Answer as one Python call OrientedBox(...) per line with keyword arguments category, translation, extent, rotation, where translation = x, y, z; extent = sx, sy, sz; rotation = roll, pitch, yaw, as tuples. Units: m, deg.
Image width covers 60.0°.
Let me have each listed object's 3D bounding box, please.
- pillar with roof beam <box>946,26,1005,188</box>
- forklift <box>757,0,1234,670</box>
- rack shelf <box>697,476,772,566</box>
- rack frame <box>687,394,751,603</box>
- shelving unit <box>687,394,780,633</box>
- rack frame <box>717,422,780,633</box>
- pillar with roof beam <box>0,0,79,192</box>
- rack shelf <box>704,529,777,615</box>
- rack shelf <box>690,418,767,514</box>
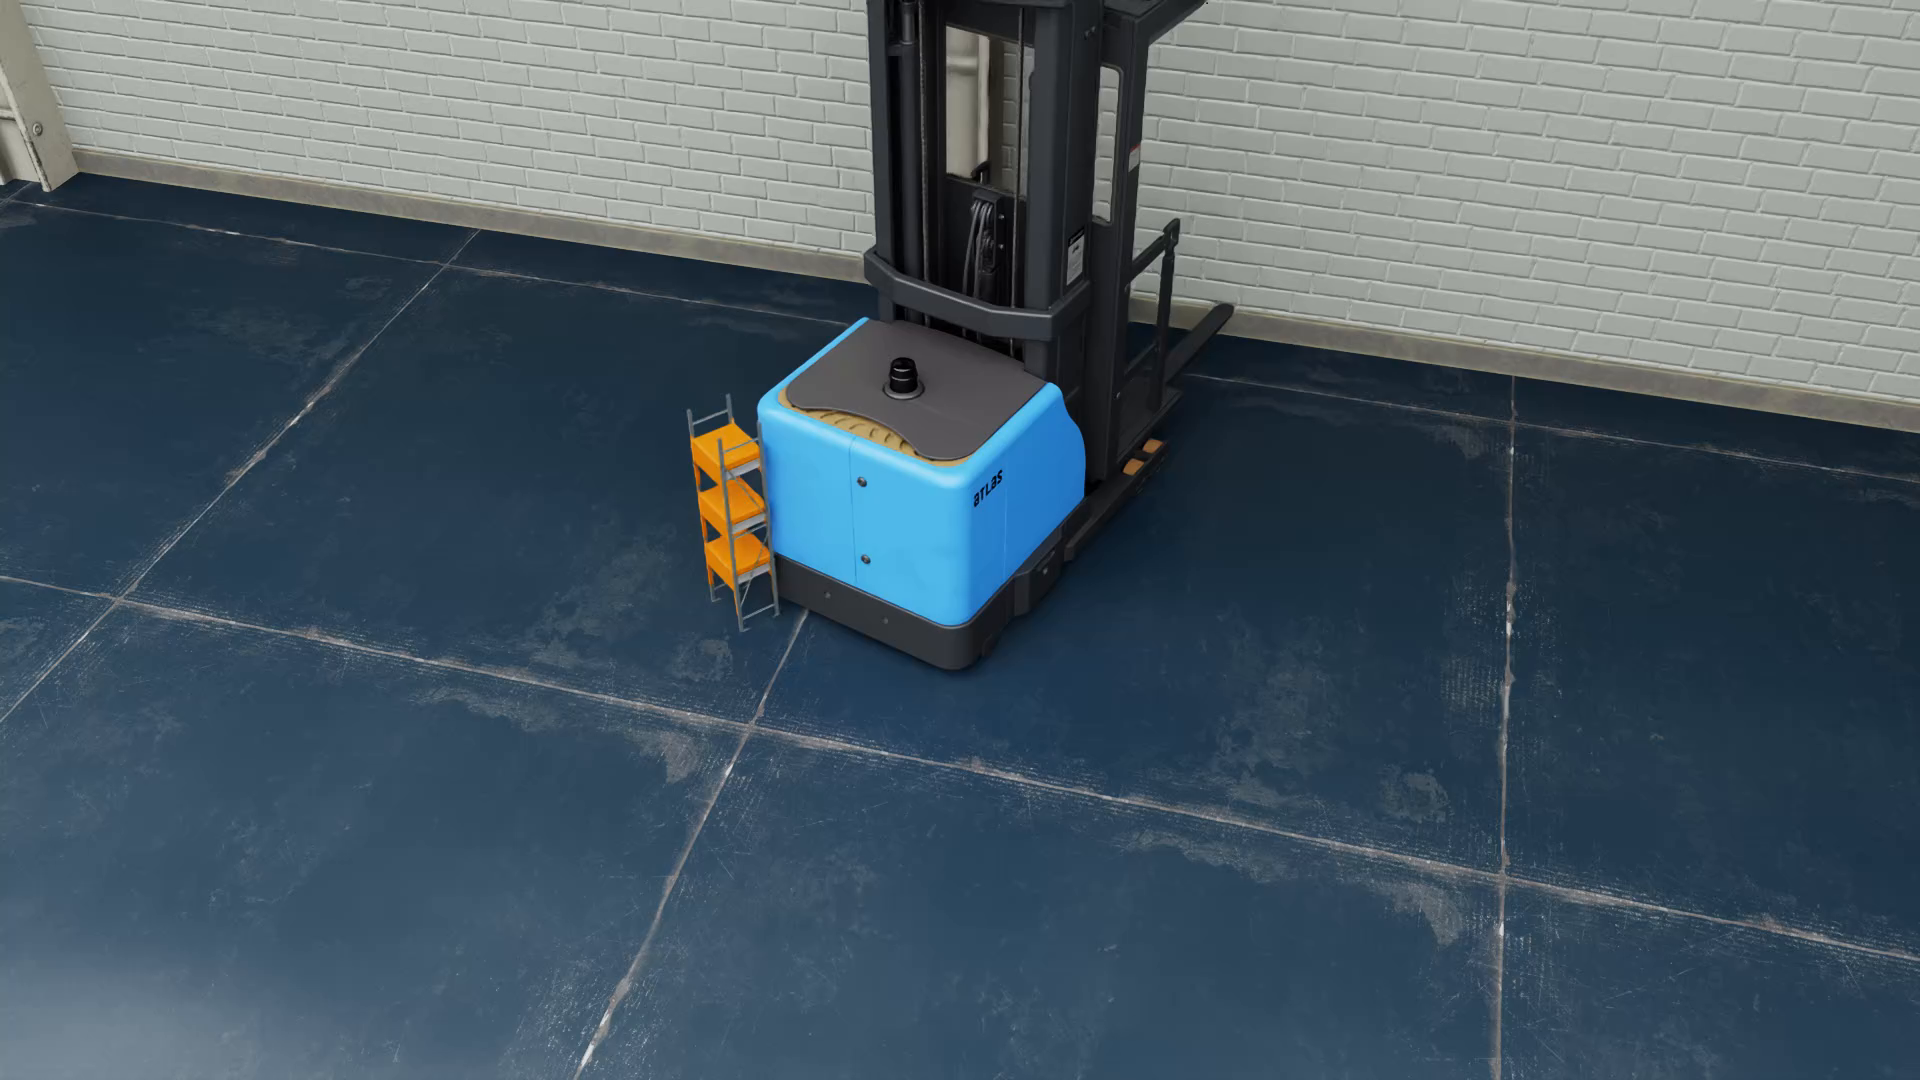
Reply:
OrientedBox(category="pillar with roof beam", translation=(-1.116, -2.065, 3.212), extent=(0.400, 9.000, 9.100), rotation=(10, 41, 11))
OrientedBox(category="forklift", translation=(0.371, -1.496, 7.253), extent=(1.130, 2.935, 3.031), rotation=(22, 45, 24))
OrientedBox(category="rack shelf", translation=(-0.953, -0.089, 7.056), extent=(0.215, 0.259, 0.240), rotation=(-25, 46, -27))
OrientedBox(category="rack frame", translation=(-1.025, -0.160, 7.124), extent=(0.200, 1.050, 0.008), rotation=(-25, 46, -27))
OrientedBox(category="shelving unit", translation=(-0.953, -0.097, 7.049), extent=(0.215, 1.050, 0.252), rotation=(-25, 46, -27))
OrientedBox(category="rack frame", translation=(-0.881, -0.034, 6.974), extent=(0.200, 1.050, 0.008), rotation=(-25, 46, -27))
OrientedBox(category="pillar with roof beam", translation=(-6.912, -3.062, 4.399), extent=(0.400, 9.000, 9.100), rotation=(10, 41, 11))
OrientedBox(category="rack shelf", translation=(-0.953, 0.124, 7.235), extent=(0.215, 0.259, 0.240), rotation=(-25, 46, -27))
OrientedBox(category="rack shelf", translation=(-0.953, -0.306, 6.873), extent=(0.215, 0.259, 0.240), rotation=(-25, 46, -27))
